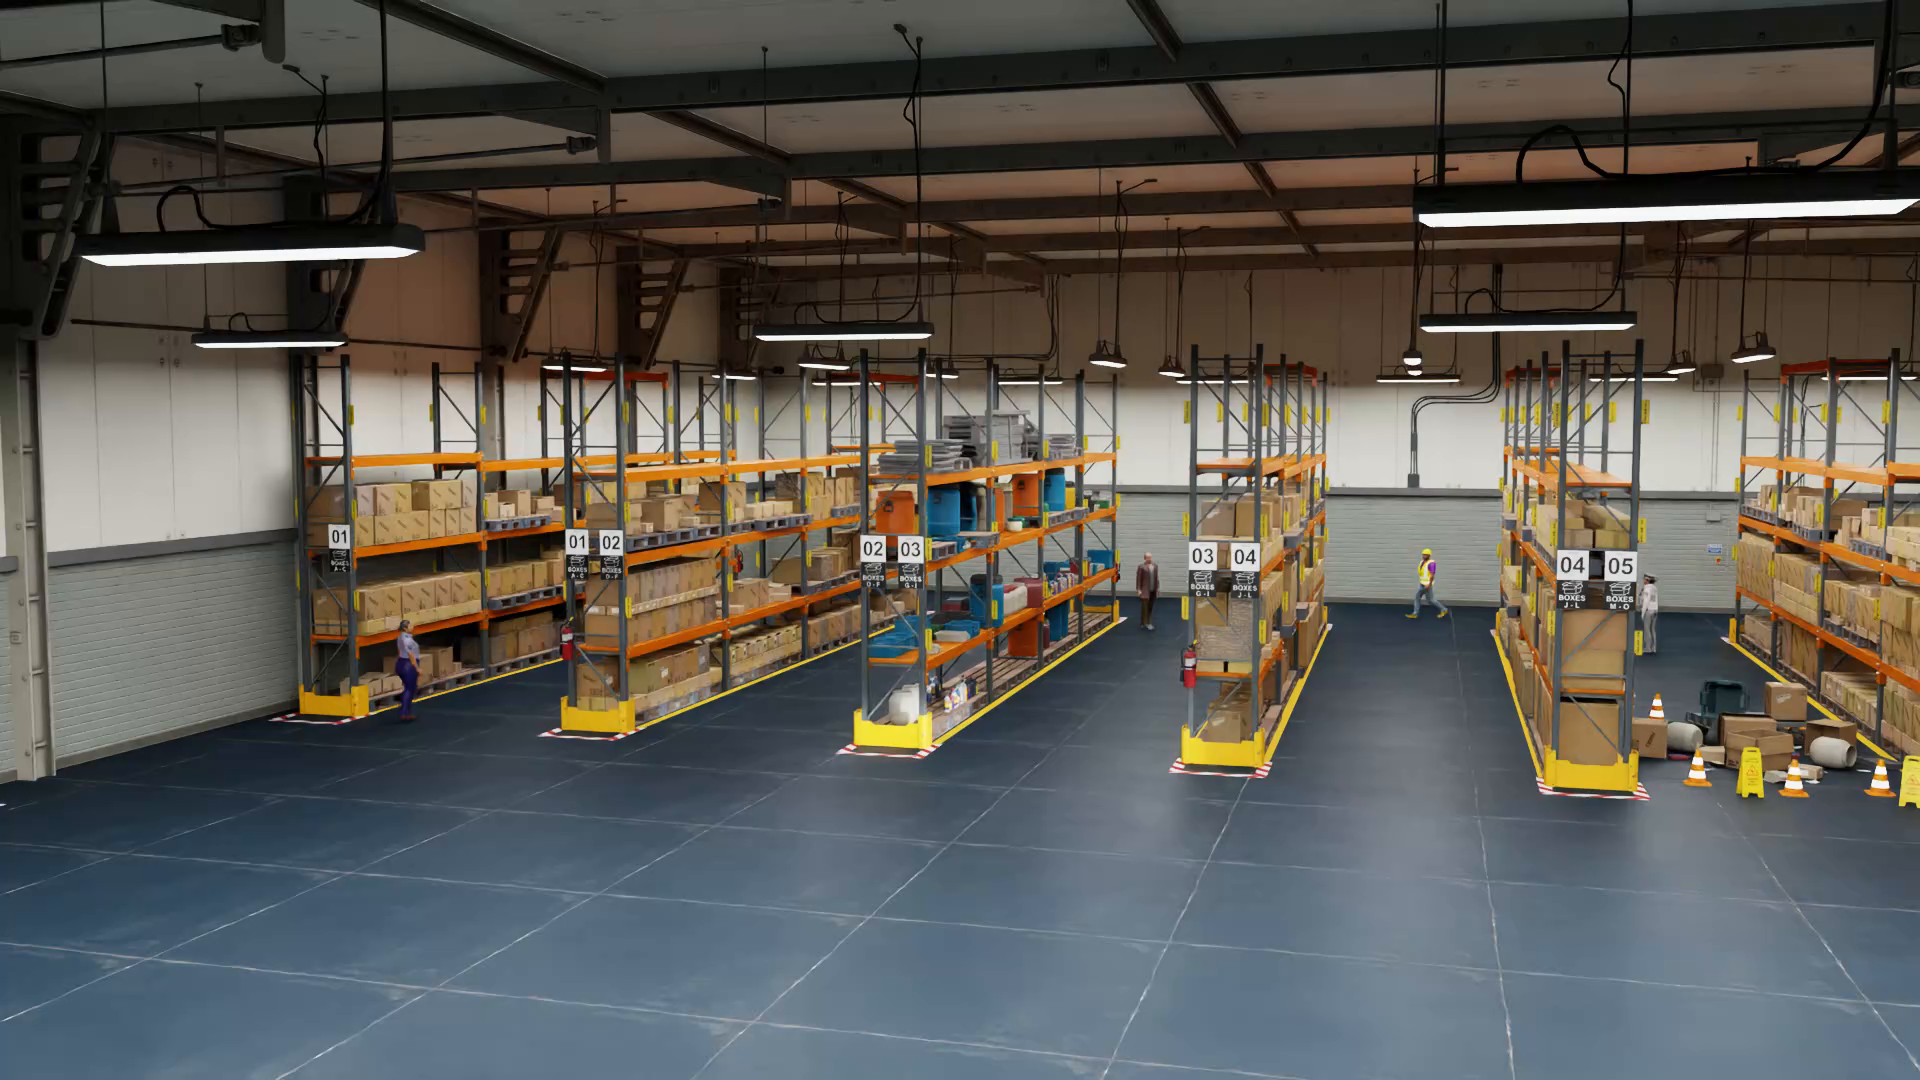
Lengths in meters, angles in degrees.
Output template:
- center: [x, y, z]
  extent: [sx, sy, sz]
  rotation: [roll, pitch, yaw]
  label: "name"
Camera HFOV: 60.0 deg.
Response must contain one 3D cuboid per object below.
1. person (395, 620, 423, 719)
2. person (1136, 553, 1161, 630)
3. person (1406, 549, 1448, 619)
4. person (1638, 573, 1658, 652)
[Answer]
- center: [-9.045, 2.143, 27.332]
  extent: [0.514, 1.692, 0.461]
  rotation: [3, 6, 39]
  label: "person"
- center: [4.474, 1.197, 39.091]
  extent: [0.621, 1.769, 0.646]
  rotation: [-3, 5, -31]
  label: "person"
- center: [11.445, 1.077, 40.739]
  extent: [0.992, 1.737, 0.614]
  rotation: [0, 4, 0]
  label: "person"
- center: [14.537, 1.541, 35.088]
  extent: [0.550, 1.698, 0.342]
  rotation: [-4, 6, -42]
  label: "person"
